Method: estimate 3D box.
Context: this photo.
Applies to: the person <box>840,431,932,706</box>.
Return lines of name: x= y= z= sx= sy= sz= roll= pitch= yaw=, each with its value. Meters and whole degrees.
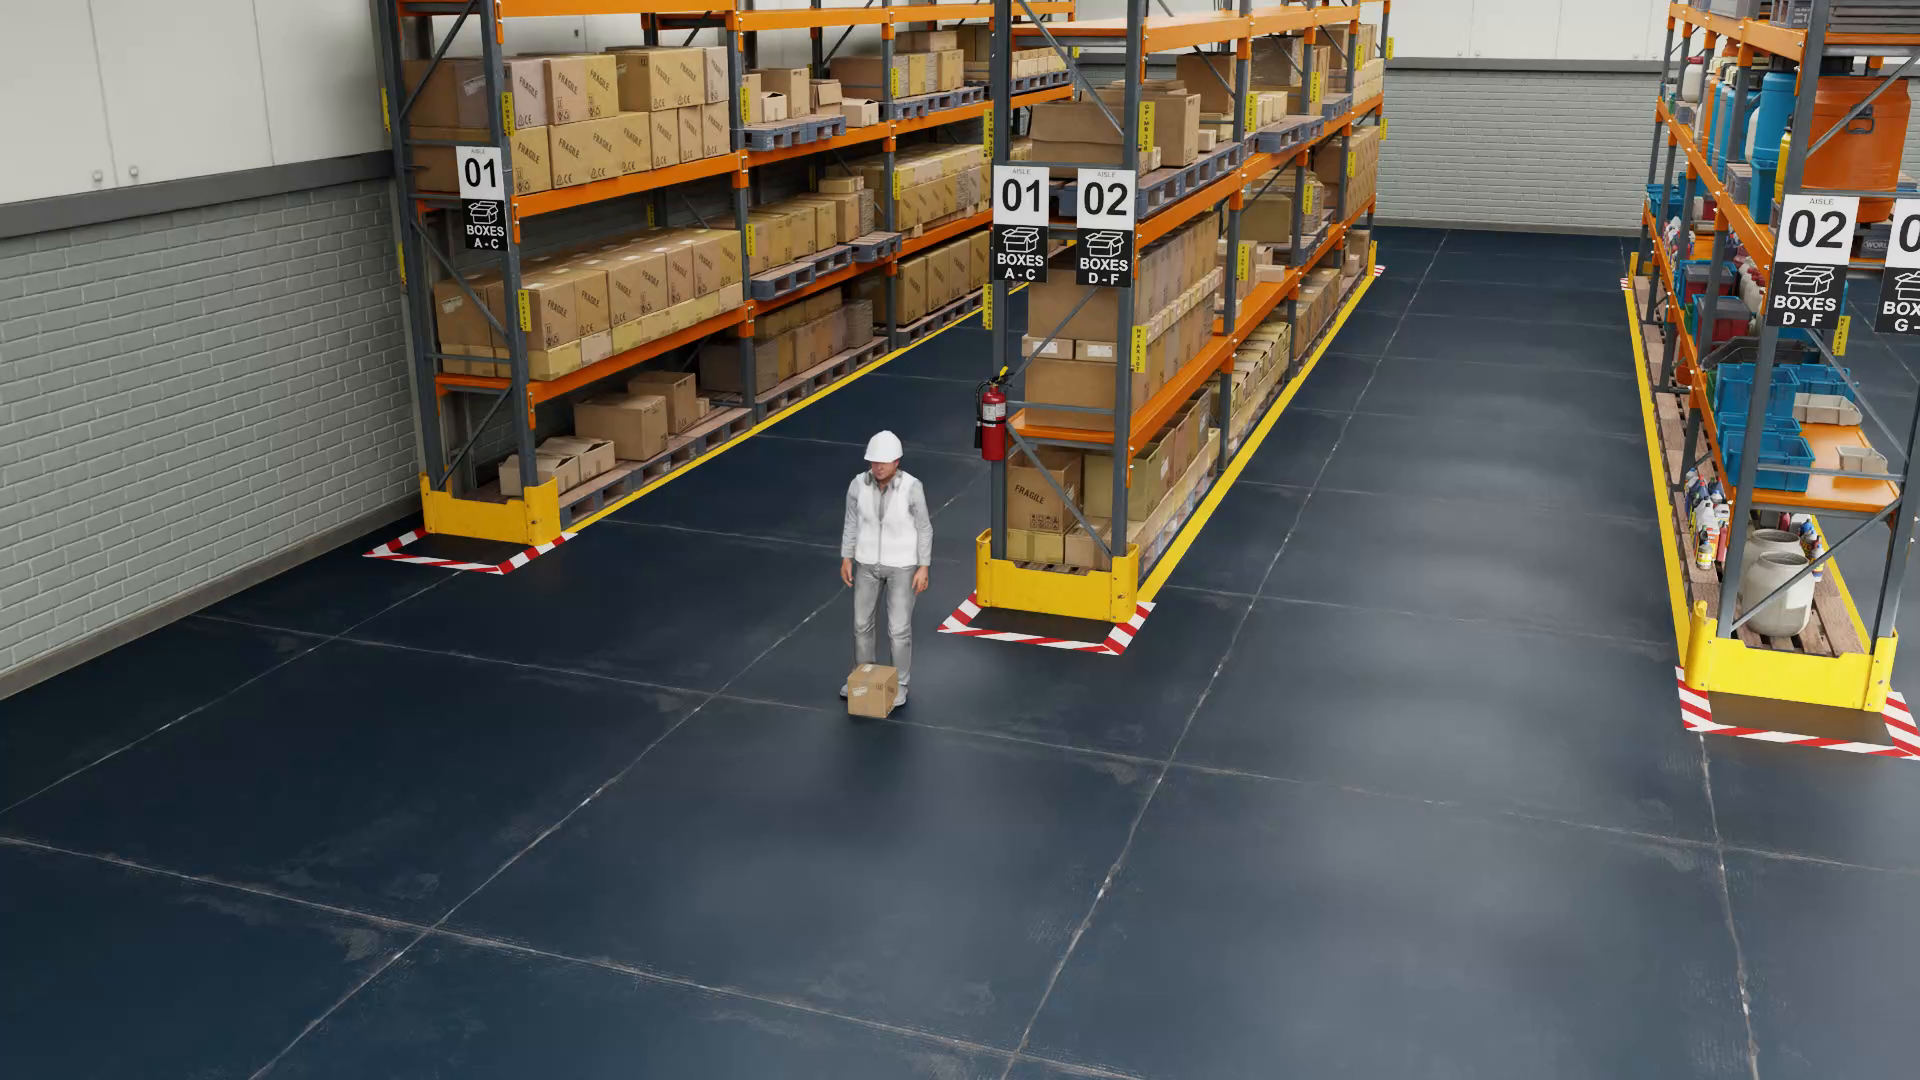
person: x=-0.473 y=0.158 z=10.548 sx=0.587 sy=1.771 sz=0.466 roll=6 pitch=19 yaw=17
